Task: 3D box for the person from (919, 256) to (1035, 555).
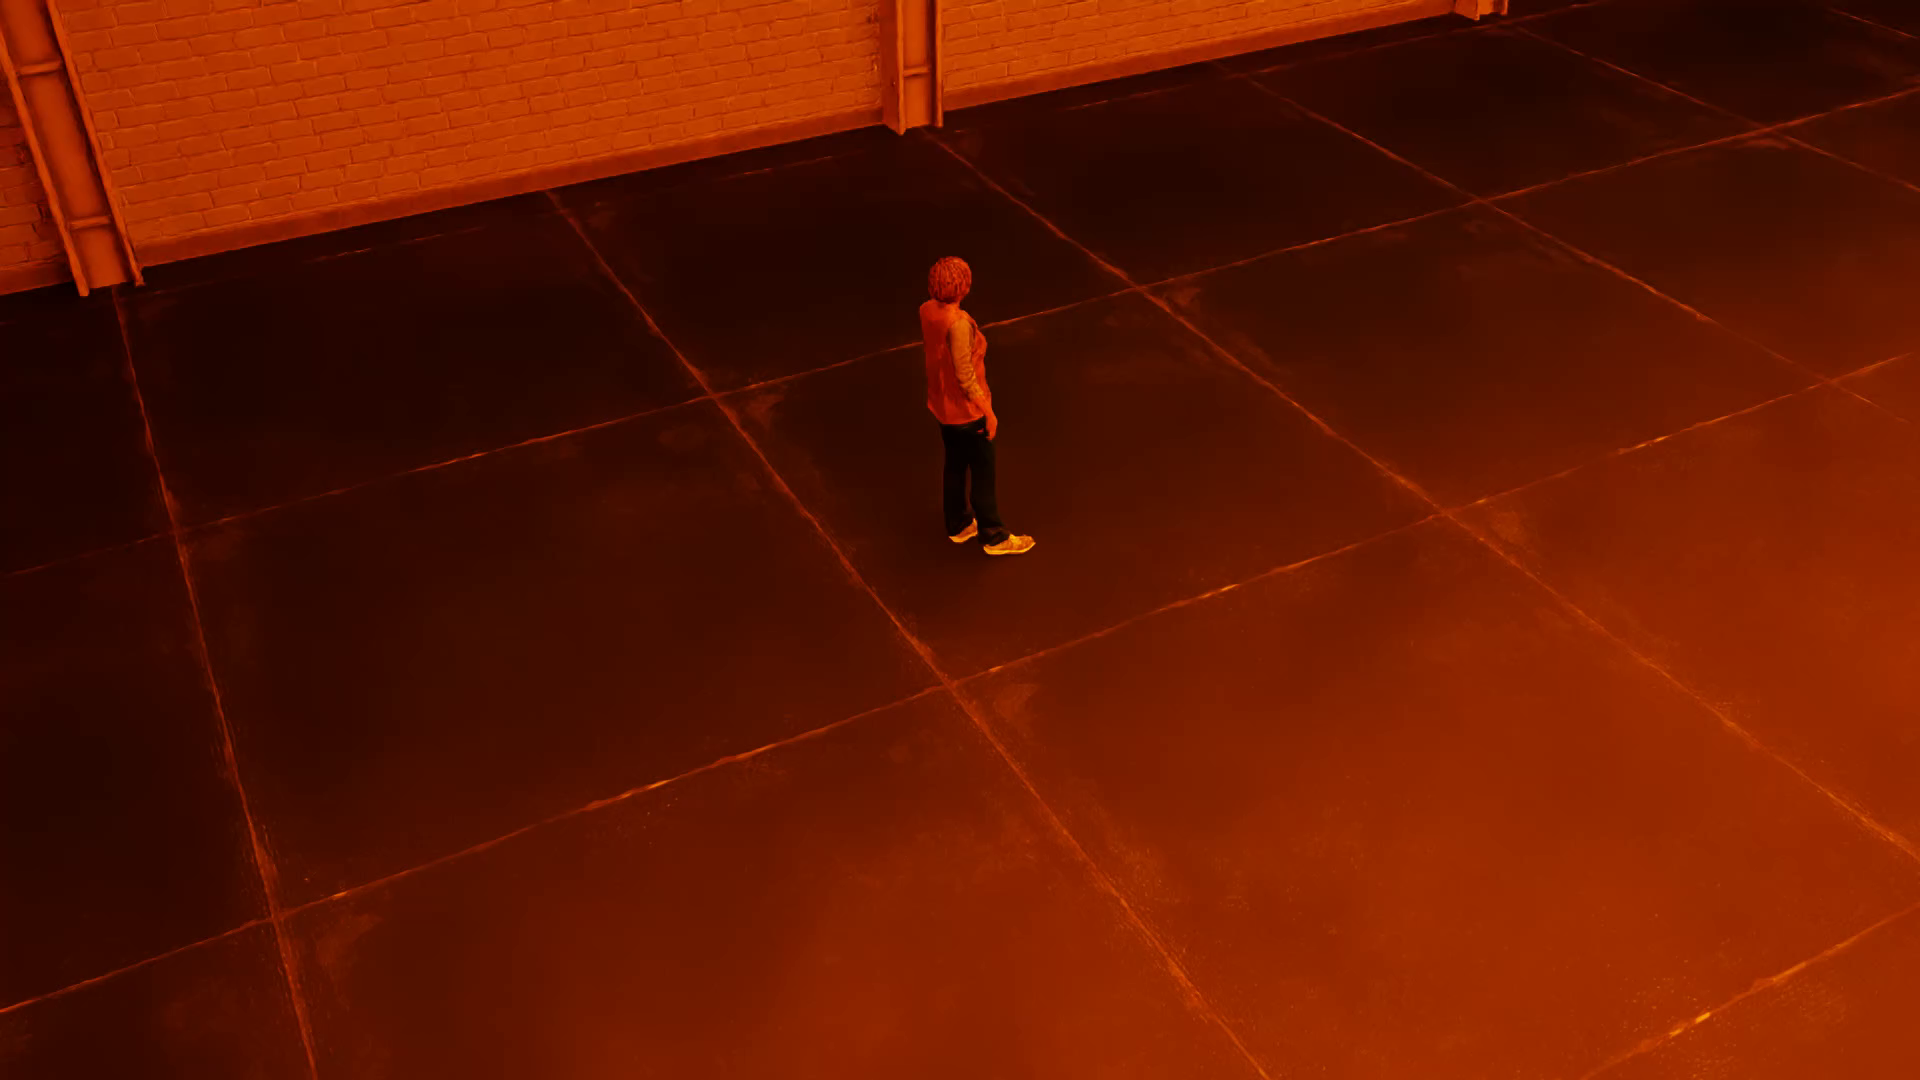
[{"bbox_3d":[0.074,-0.669,8.213,0.474,1.597,0.513,-17,39,-23],"label":"person"}]
